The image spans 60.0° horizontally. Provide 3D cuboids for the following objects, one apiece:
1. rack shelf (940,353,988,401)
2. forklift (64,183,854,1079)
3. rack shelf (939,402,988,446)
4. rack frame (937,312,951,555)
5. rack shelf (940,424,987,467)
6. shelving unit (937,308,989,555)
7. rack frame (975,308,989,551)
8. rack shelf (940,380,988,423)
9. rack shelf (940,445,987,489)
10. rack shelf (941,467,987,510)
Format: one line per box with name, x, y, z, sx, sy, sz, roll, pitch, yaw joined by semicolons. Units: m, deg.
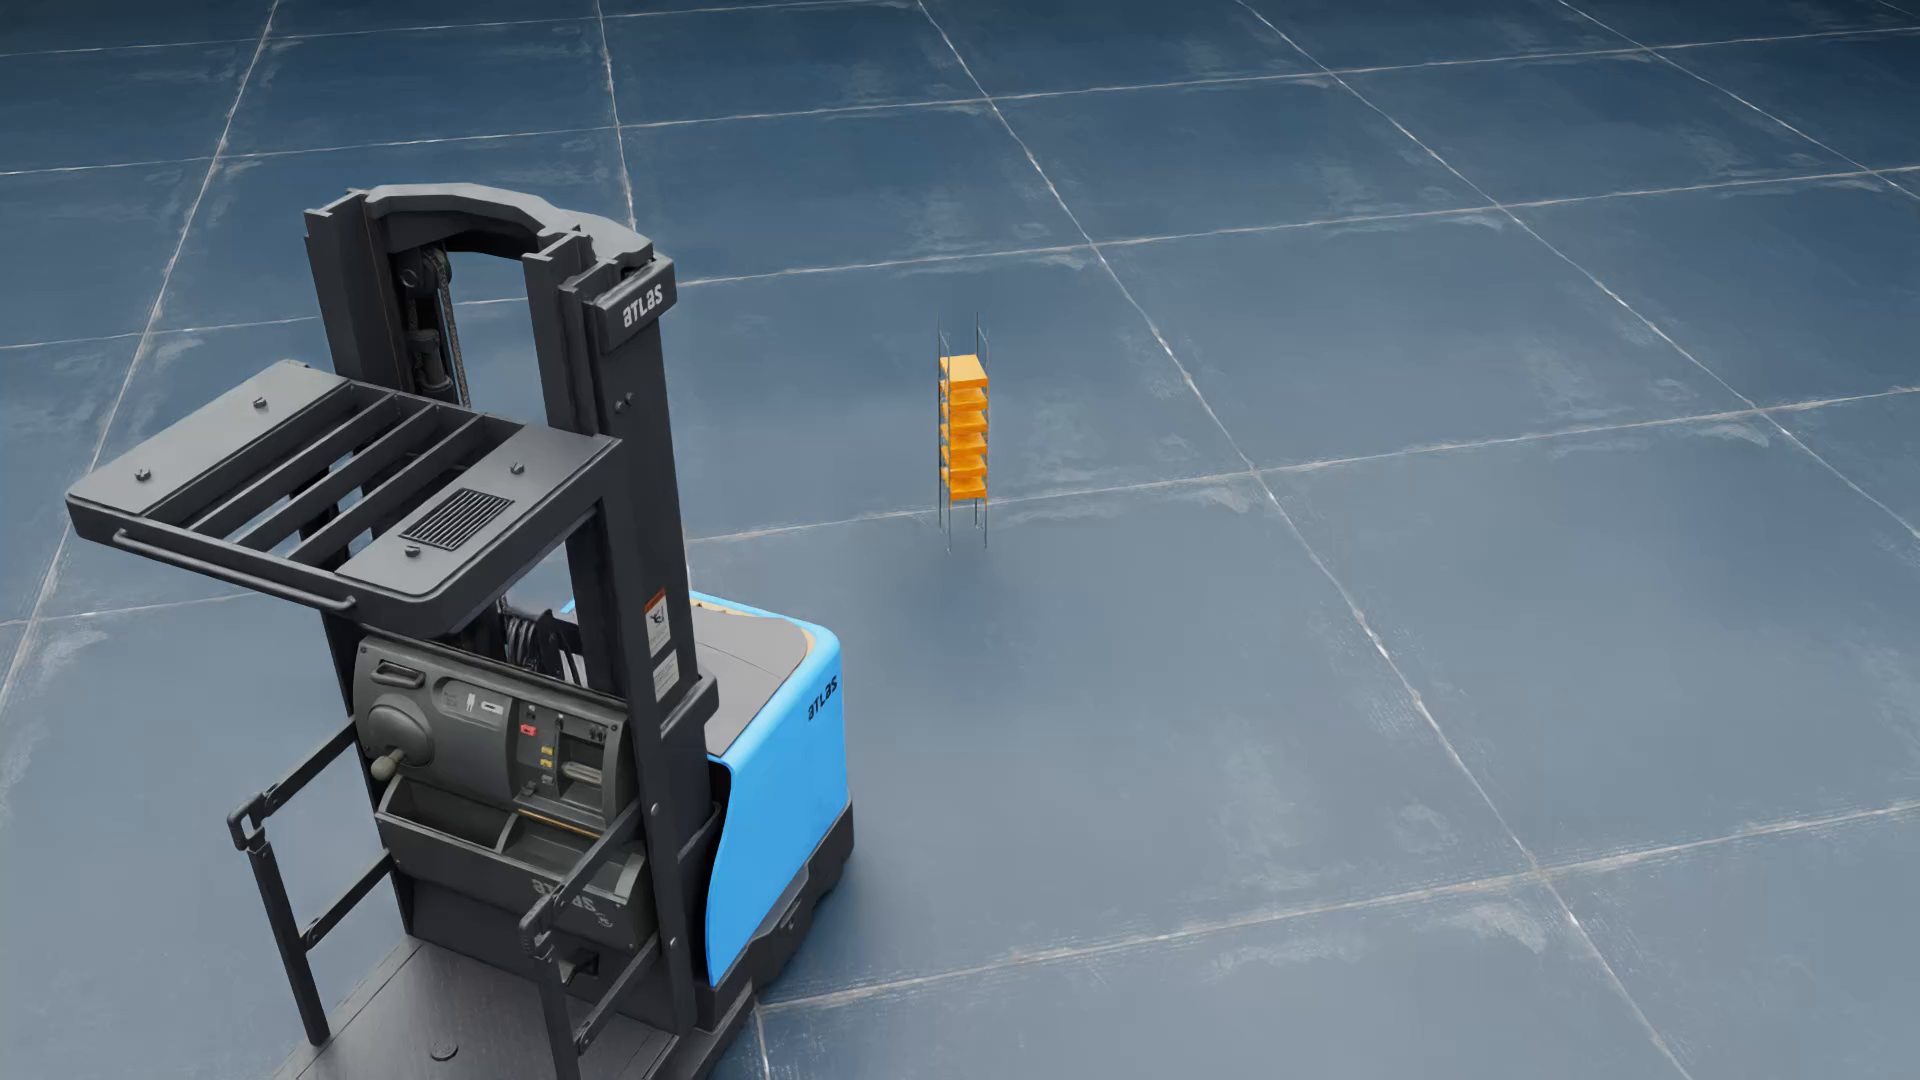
rack shelf;0.014;-0.762;7.742;0.180;0.103;0.258;-7;35;-11
forklift;-1.463;0.634;4.674;1.130;2.935;3.031;14;36;20
rack shelf;0.014;-0.563;7.876;0.180;0.103;0.258;-7;35;-11
rack frame;-0.075;-0.489;7.902;0.006;1.200;0.240;-7;35;-11
rack shelf;0.014;-0.463;7.943;0.180;0.103;0.258;-7;35;-11
shelving unit;0.014;-0.500;7.918;0.189;1.200;0.258;-7;35;-11
rack frame;0.103;-0.511;7.935;0.006;1.200;0.240;-7;35;-11
rack shelf;0.014;-0.662;7.809;0.180;0.103;0.258;-7;35;-11
rack shelf;0.014;-0.363;8.010;0.180;0.103;0.258;-7;35;-11
rack shelf;0.014;-0.264;8.077;0.180;0.103;0.258;-7;35;-11
